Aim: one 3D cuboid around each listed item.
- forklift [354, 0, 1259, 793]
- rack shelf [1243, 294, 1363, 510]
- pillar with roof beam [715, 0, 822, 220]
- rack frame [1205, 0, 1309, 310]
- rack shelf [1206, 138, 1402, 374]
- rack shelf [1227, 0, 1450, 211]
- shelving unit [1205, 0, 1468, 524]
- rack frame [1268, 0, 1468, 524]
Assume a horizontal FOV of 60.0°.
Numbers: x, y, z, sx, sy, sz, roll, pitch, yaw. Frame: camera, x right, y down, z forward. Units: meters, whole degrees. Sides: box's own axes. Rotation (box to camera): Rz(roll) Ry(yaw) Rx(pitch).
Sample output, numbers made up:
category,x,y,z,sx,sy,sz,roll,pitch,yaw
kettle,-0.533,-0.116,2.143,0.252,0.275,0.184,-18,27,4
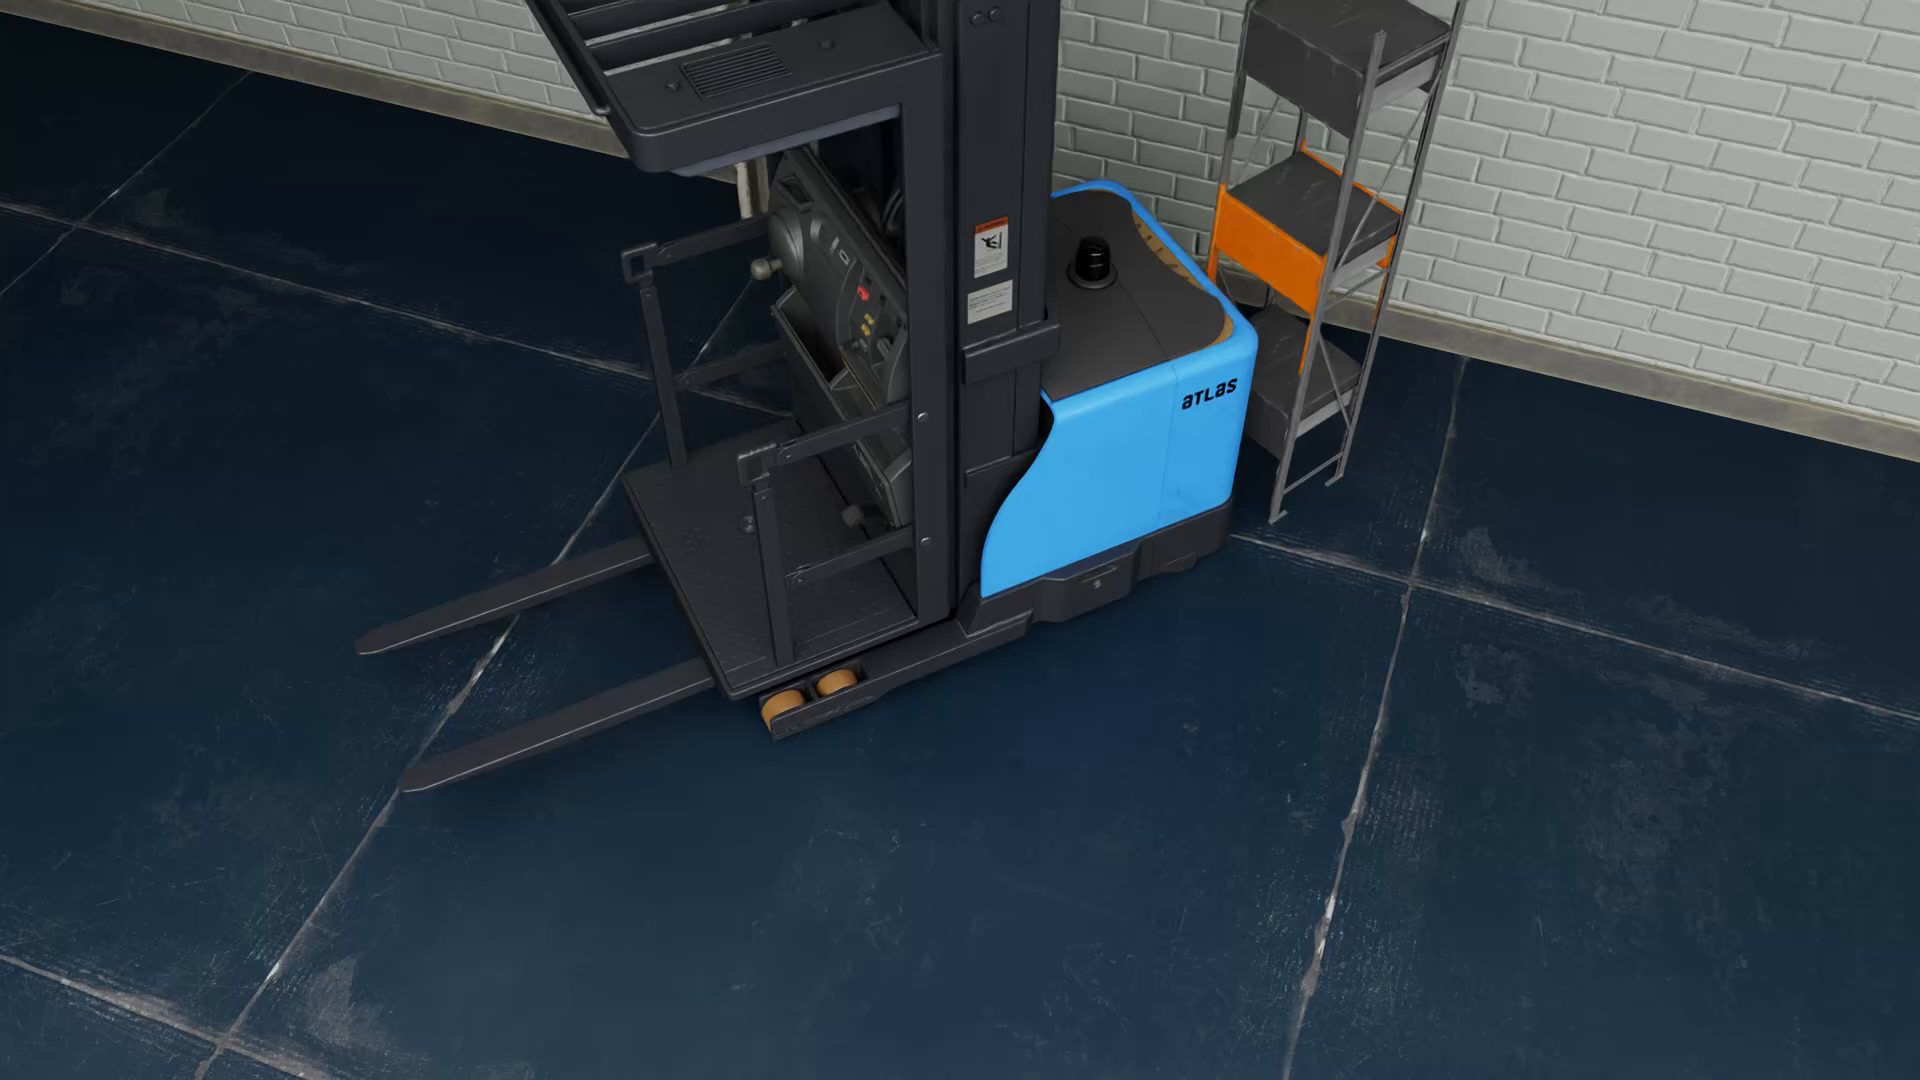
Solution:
category,x,y,z,sx,sy,sz,roll,pitch,yaw
forklift,-0.558,-0.750,4.961,3.031,2.935,1.130,-21,52,-17
rack shelf,1.177,-0.521,6.254,0.431,0.518,0.480,-31,56,-24
pillar with roof beam,-2.235,-1.361,1.475,0.400,9.000,9.100,16,51,13
rack frame,1.026,-1.130,5.836,0.400,2.100,0.015,-31,56,-24
rack shelf,1.179,-0.977,5.723,0.431,0.518,0.480,-31,56,-24
rack shelf,1.182,-1.433,5.193,0.431,0.518,0.480,-31,56,-24
shelving unit,1.179,-0.986,5.713,0.431,2.100,0.503,-31,56,-24
rack frame,1.333,-0.842,5.590,0.400,2.100,0.015,-31,56,-24
